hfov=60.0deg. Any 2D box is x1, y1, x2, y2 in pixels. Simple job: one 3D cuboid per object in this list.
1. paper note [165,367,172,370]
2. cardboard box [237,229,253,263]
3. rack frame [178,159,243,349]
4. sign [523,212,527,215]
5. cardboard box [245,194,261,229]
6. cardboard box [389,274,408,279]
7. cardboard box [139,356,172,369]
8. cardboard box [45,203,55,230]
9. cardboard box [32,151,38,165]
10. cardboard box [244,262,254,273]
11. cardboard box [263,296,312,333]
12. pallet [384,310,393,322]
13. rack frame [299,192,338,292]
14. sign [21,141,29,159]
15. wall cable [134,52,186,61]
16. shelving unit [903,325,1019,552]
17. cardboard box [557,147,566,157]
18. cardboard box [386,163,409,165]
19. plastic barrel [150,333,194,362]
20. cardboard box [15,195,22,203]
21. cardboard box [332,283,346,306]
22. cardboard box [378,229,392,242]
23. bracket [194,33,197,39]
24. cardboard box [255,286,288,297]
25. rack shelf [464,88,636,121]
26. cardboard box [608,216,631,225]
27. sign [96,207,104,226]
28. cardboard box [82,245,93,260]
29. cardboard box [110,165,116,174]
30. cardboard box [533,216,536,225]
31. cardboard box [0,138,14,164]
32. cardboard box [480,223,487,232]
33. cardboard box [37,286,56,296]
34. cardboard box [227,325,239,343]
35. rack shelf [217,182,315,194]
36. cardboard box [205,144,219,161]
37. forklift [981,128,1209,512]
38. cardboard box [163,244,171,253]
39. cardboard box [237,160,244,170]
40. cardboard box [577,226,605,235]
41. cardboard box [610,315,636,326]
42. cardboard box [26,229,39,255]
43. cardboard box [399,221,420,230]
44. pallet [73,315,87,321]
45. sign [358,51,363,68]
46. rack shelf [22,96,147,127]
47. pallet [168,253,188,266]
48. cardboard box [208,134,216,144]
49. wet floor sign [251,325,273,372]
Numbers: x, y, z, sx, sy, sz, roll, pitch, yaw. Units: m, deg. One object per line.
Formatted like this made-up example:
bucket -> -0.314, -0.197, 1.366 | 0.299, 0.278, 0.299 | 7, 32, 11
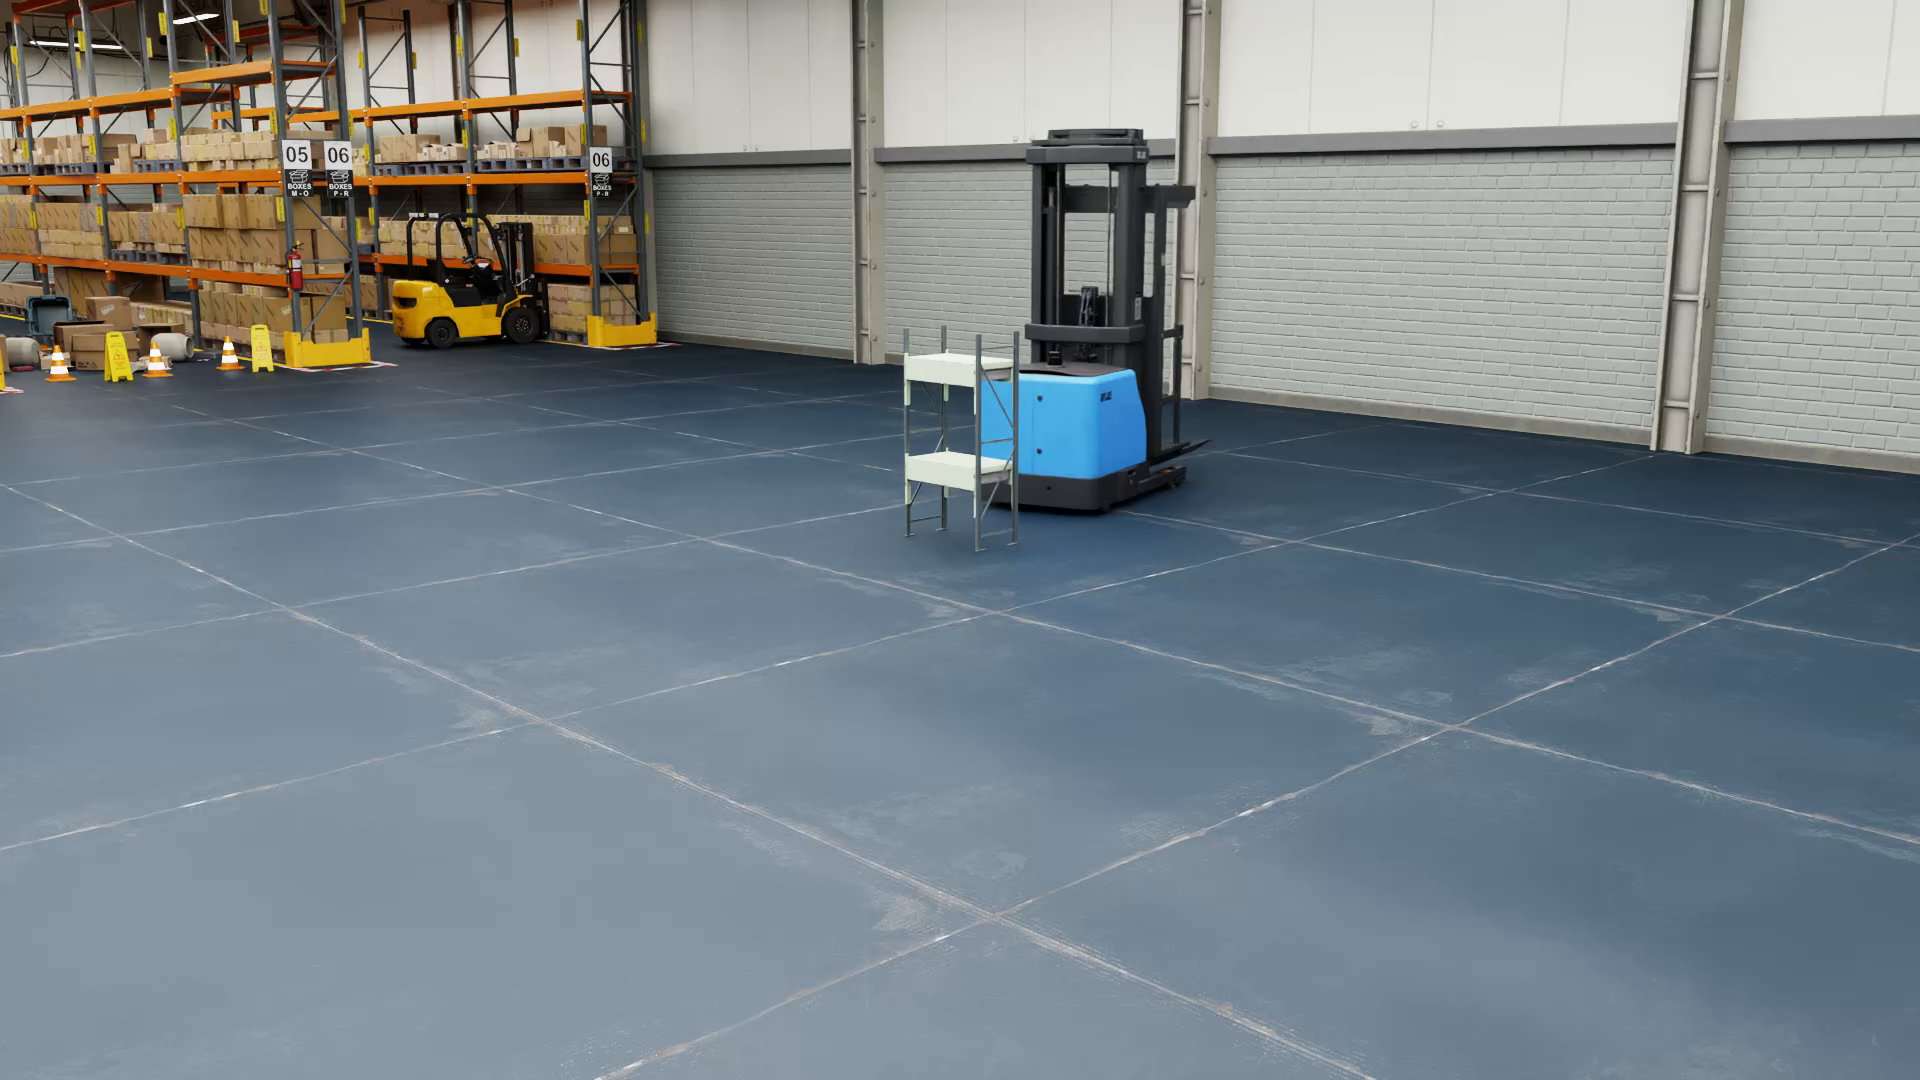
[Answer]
paper note -> -11.326, -2.453, 23.742 | 0.142, 0.019, 0.148 | 6, 13, 26
cardboard box -> -10.493, -4.429, 24.992 | 0.500, 0.500, 0.500 | -11, 16, -43
rack frame -> -11.996, -4.630, 26.953 | 1.000, 3.000, 0.127 | -11, 16, -43
sign -> -8.008, -5.863, 30.594 | 0.100, 0.325, 0.005 | -11, 16, -43
cardboard box -> -10.088, -4.850, 24.556 | 0.700, 0.500, 0.500 | -11, 16, -42
cardboard box -> -11.470, -5.368, 34.077 | 0.380, 0.149, 0.250 | -10, 15, -41
cardboard box -> -11.599, -2.560, 23.969 | 0.380, 0.149, 0.250 | -3, 12, -13
cardboard box -> -17.053, -6.162, 31.661 | 0.500, 0.500, 0.500 | -11, 16, -43
cardboard box -> -17.428, -7.285, 31.697 | 0.396, 0.266, 0.258 | -11, 16, -43
cardboard box -> -10.581, -4.125, 25.124 | 0.380, 0.149, 0.250 | -11, 16, -43
cardboard box -> -9.976, -3.354, 24.670 | 0.500, 0.500, 0.500 | -11, 16, -42
pallet -> -10.631, -4.415, 32.818 | 1.003, 0.211, 1.213 | -11, 16, -43
rack frame -> -13.933, -6.490, 35.980 | 1.000, 3.000, 0.127 | -11, 16, -43
sign -> -17.921, -7.482, 31.881 | 0.100, 0.325, 0.005 | -11, 16, -43
wall cable -> -19.667, -13.738, 42.511 | 2.988, 3.039, 0.133 | -11, 16, -43
shelving unit -> 0.005, -0.734, 11.755 | 0.431, 1.500, 0.755 | -11, 16, -43
cardboard box -> -6.438, -6.418, 27.531 | 0.250, 0.149, 0.380 | 11, 16, 44
cardboard box -> -11.251, -7.584, 33.239 | 0.380, 0.149, 0.250 | -11, 16, -42
plastic barrel -> -11.755, -2.875, 24.819 | 0.512, 0.421, 0.421 | -1, 12, -4
cardboard box -> -18.619, -6.812, 33.210 | 0.380, 0.149, 0.250 | -11, 16, -43
cardboard box -> -12.692, -5.143, 34.596 | 0.500, 0.500, 0.500 | 11, 16, 43
cardboard box -> -11.059, -5.976, 32.615 | 0.500, 0.250, 0.500 | -11, 16, -43
bracket -> -18.449, -12.305, 40.418 | 0.235, 0.232, 0.430 | -11, 16, -43
cardboard box -> -10.278, -3.715, 24.819 | 0.380, 0.149, 0.250 | -10, 15, -41
rack shelf -> -7.027, -7.421, 28.404 | 1.077, 0.370, 4.000 | -11, 16, -43
cardboard box -> -5.724, -5.330, 27.756 | 0.380, 0.149, 0.250 | -11, 16, -44
sign -> -15.158, -5.703, 29.292 | 0.100, 0.325, 0.005 | -11, 16, -43
cardboard box -> -15.660, -5.251, 30.336 | 0.500, 0.250, 0.500 | -11, 16, -42
cardboard box -> -14.664, -6.491, 29.171 | 0.380, 0.149, 0.250 | -11, 16, -43
cardboard box -> -7.110, -5.497, 28.568 | 0.380, 0.149, 0.250 | -11, 16, -42
cardboard box -> -18.999, -7.839, 33.559 | 0.500, 0.500, 0.500 | -11, 16, -42
cardboard box -> -8.379, -5.606, 29.834 | 0.380, 0.149, 0.250 | -11, 16, -43
cardboard box -> -17.877, -4.855, 33.354 | 0.875, 0.438, 0.875 | -11, 16, -43
cardboard box -> -11.039, -3.212, 25.843 | 0.500, 0.250, 0.500 | -11, 16, -43
rack shelf -> -15.315, -7.899, 37.167 | 1.077, 0.370, 4.000 | -11, 16, -43
cardboard box -> -11.191, -5.921, 25.416 | 0.500, 0.250, 0.500 | -11, 16, -42
forklift -> 1.275, -1.904, 13.888 | 1.130, 2.935, 3.031 | 6, 13, 28
cardboard box -> -12.924, -4.823, 27.471 | 0.380, 0.149, 0.250 | -11, 16, -43
cardboard box -> -10.547, -5.597, 24.832 | 0.250, 0.149, 0.380 | 11, 16, 44
cardboard box -> -6.088, -5.117, 27.460 | 0.380, 0.149, 0.250 | -11, 16, -42
cardboard box -> -5.844, -3.697, 28.195 | 0.500, 0.250, 0.500 | -11, 16, -42
cardboard box -> -18.026, -5.879, 32.766 | 0.500, 0.500, 0.500 | -11, 16, -42
cardboard box -> -10.593, -6.076, 32.116 | 0.380, 0.149, 0.250 | -11, 16, -42
pallet -> -16.087, -4.152, 31.541 | 1.003, 0.211, 1.213 | -11, 16, -43
sign -> -11.557, -9.264, 32.065 | 0.100, 0.325, 0.005 | -11, 16, -43
rack shelf -> -16.140, -7.896, 30.711 | 1.077, 0.370, 4.000 | -11, 16, -43
pallet -> -12.419, -4.668, 27.612 | 1.003, 0.211, 1.213 | -11, 16, -43
cardboard box -> -11.268, -6.131, 25.448 | 0.250, 0.149, 0.380 | 11, 16, 43
wet floor sign -> -9.876, -2.717, 23.499 | 0.267, 0.644, 0.232 | -5, 13, -23
